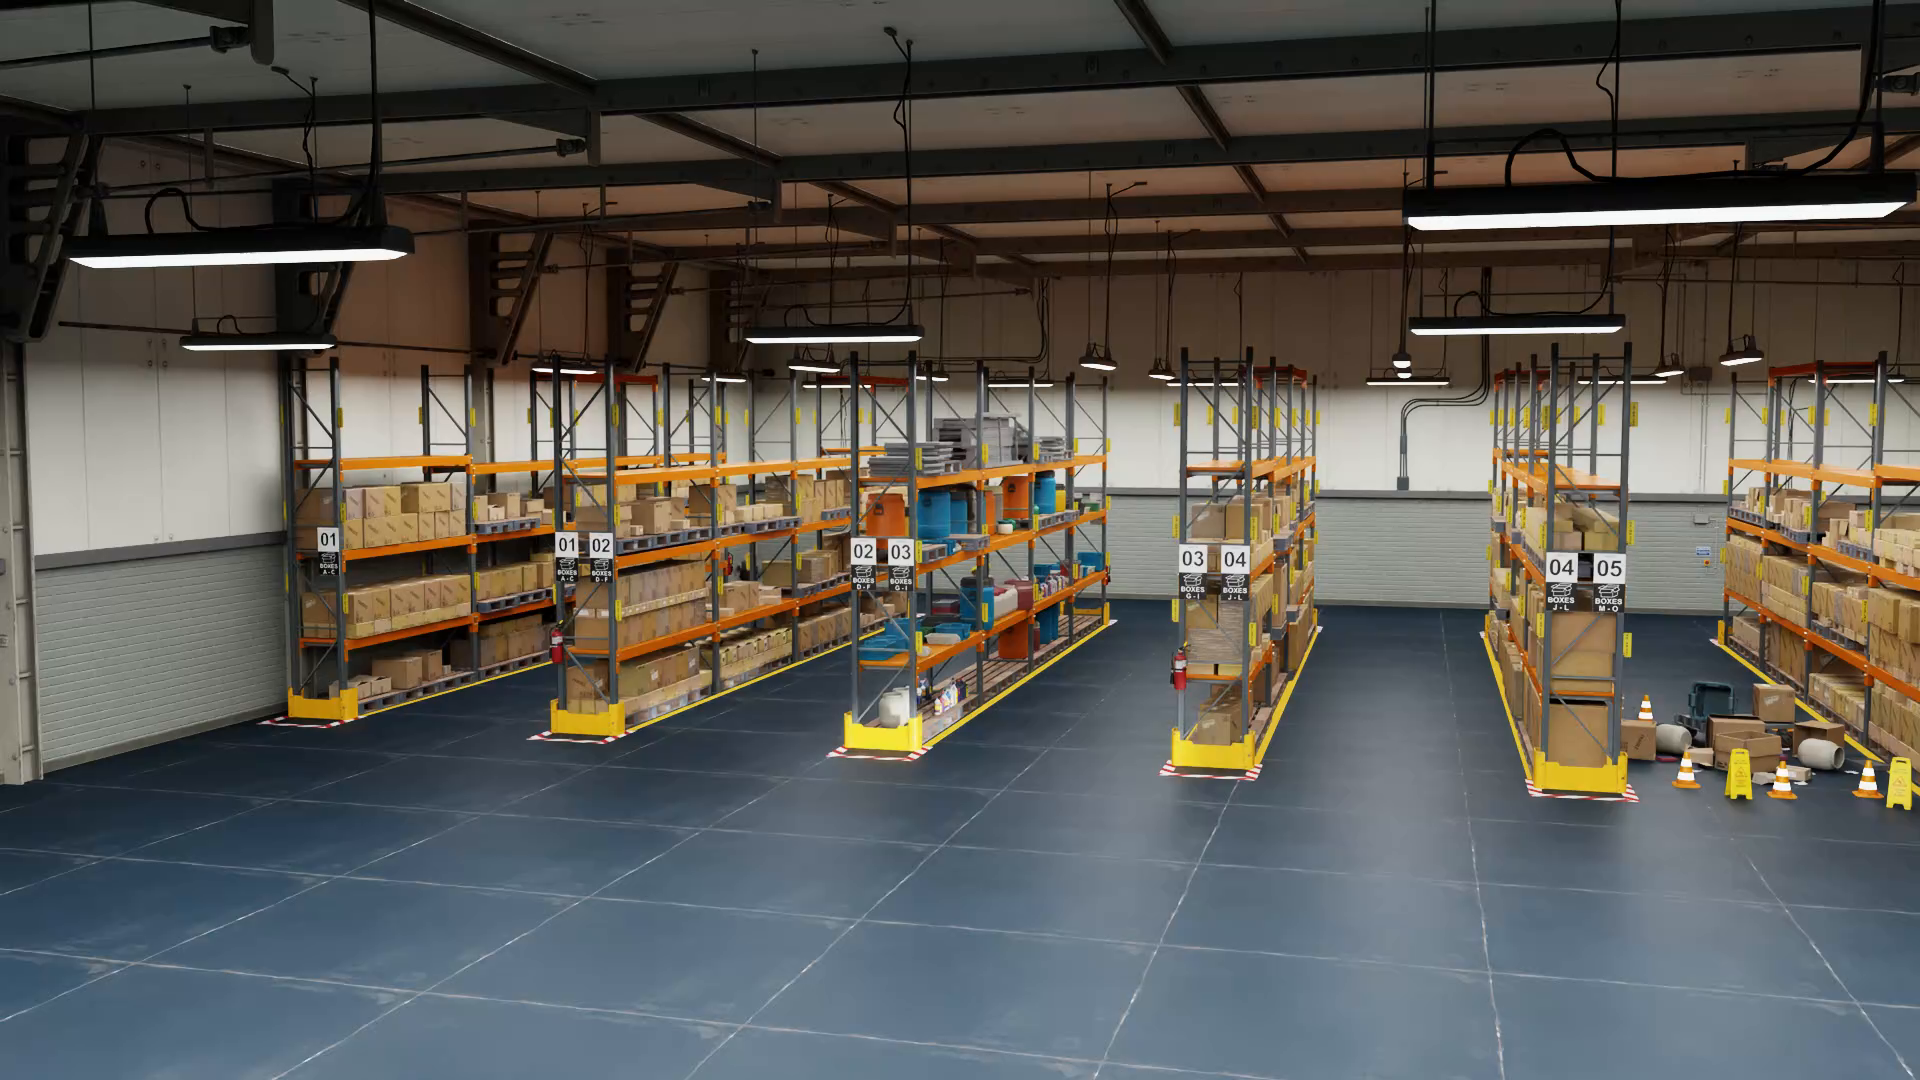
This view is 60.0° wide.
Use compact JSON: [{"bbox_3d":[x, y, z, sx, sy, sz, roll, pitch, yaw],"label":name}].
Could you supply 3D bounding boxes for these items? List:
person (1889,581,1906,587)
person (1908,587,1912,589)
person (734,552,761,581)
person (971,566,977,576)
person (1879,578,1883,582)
[{"bbox_3d":[22.144,1.267,39.305,0.498,1.709,0.473,0,4,1],"label":"person"},{"bbox_3d":[21.126,1.482,36.788,0.922,1.620,0.529,1,4,14],"label":"person"},{"bbox_3d":[-5.291,1.147,41.188,0.686,1.701,0.600,0,4,6],"label":"person"},{"bbox_3d":[0.250,1.422,36.772,0.720,1.703,1.053,3,5,35],"label":"person"},{"bbox_3d":[18.398,1.654,33.512,0.478,1.793,0.605,3,5,31],"label":"person"}]
